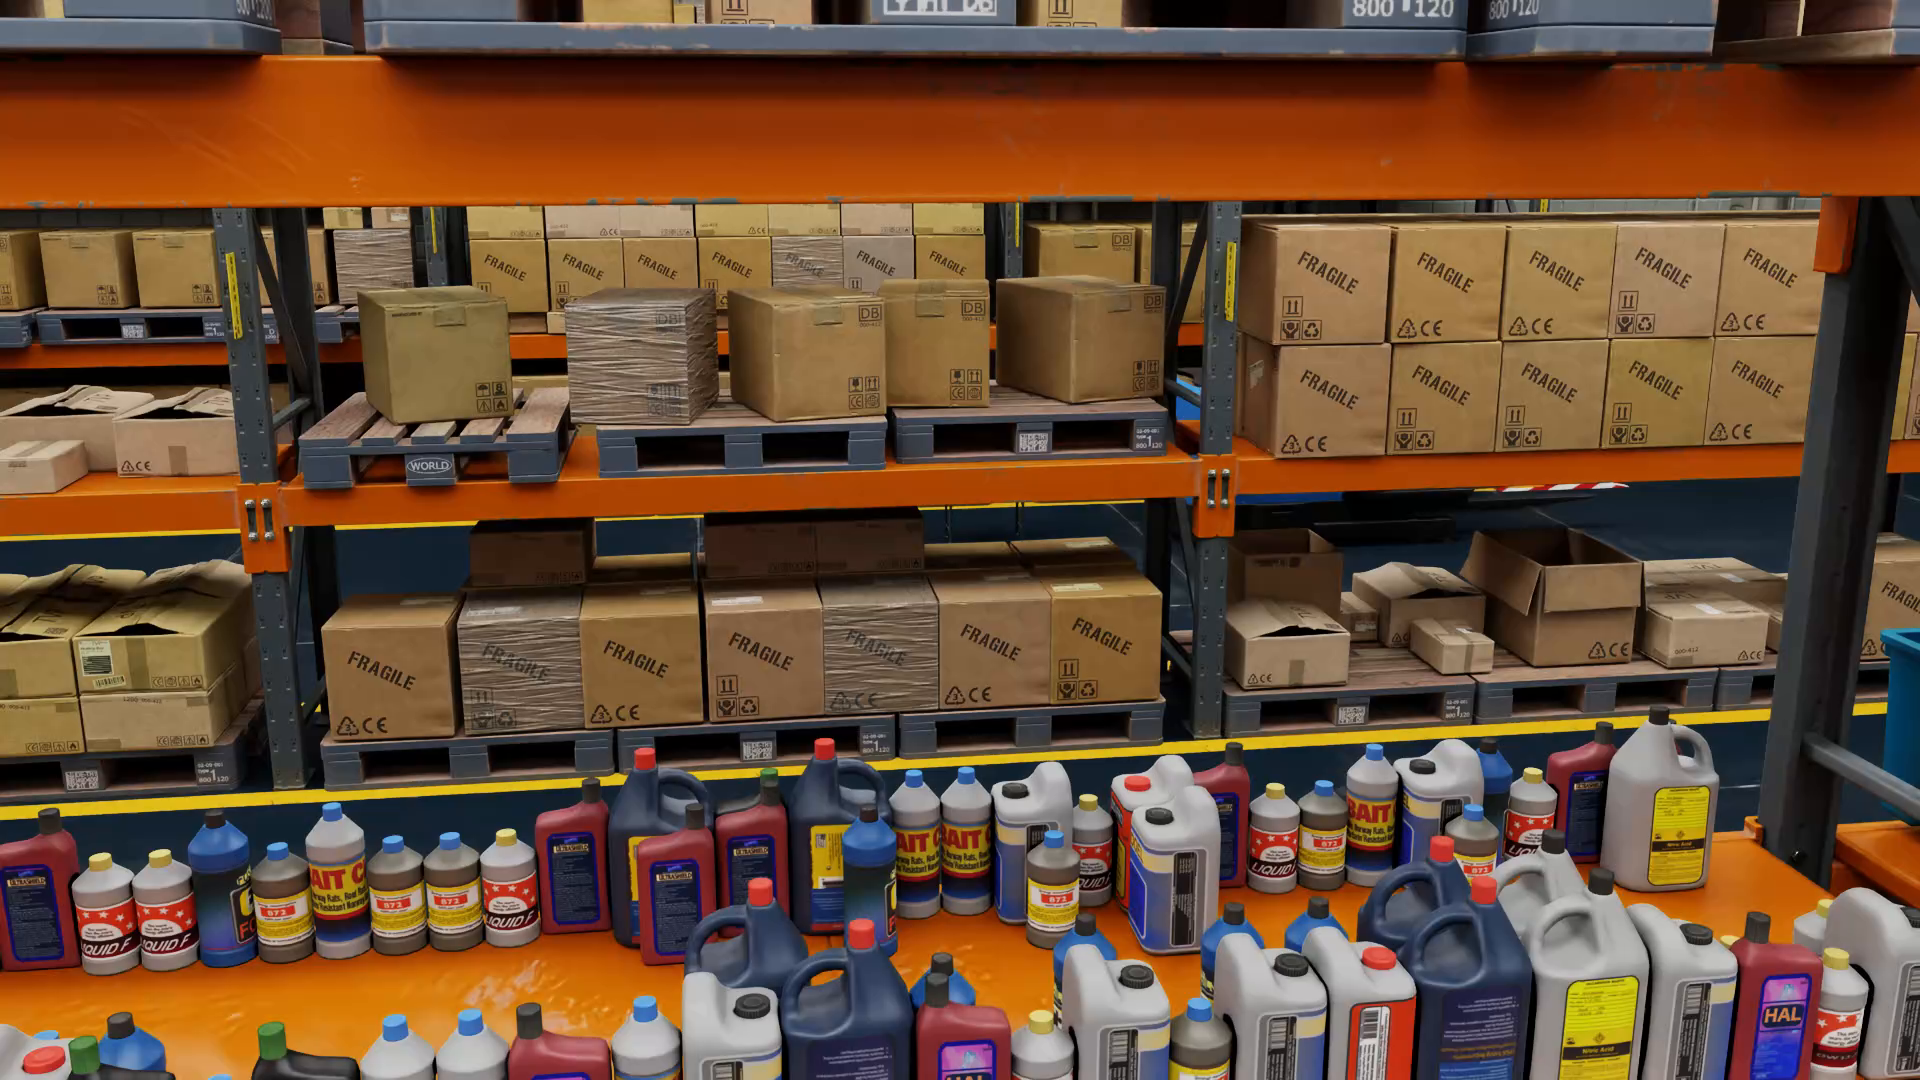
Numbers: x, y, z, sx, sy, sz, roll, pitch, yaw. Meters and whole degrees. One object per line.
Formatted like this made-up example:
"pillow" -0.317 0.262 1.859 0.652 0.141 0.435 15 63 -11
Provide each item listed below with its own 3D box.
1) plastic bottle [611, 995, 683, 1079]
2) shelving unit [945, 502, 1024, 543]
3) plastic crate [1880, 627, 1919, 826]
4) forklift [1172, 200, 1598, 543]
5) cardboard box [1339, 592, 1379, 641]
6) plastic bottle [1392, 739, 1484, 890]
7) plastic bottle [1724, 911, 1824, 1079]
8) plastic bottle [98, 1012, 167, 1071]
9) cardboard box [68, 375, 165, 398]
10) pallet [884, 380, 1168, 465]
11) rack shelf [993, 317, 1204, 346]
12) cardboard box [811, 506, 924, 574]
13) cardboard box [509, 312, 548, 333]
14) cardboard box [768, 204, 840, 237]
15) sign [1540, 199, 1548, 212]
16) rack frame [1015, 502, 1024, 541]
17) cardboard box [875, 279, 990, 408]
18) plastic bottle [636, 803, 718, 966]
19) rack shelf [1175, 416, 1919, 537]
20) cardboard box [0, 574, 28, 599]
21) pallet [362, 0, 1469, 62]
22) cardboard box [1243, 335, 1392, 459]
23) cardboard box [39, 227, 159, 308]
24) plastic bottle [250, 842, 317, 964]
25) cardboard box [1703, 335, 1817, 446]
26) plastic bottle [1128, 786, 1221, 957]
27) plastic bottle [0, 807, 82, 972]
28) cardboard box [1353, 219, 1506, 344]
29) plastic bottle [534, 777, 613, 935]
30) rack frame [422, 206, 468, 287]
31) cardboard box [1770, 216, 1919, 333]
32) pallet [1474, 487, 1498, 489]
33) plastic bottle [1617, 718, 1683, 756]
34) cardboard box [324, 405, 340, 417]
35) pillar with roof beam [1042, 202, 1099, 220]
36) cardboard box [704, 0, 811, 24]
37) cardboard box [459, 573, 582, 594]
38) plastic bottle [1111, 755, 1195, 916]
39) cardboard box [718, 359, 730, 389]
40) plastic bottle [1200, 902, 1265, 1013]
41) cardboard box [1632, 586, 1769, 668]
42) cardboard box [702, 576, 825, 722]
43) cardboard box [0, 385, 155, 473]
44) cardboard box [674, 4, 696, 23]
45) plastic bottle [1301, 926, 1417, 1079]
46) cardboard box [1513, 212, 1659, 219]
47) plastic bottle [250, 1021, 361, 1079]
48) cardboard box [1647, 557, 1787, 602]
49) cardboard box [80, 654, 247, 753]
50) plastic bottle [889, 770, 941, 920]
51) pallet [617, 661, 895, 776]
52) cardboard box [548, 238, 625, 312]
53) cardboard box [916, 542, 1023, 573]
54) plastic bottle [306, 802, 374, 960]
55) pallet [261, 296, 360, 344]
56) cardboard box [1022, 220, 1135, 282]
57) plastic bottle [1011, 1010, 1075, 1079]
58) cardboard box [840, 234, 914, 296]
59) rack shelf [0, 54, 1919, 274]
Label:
"plastic bottle" -0.429 0.759 2.295 0.097 0.271 0.097 0 14 0
"shelving unit" 0.164 -0.588 11.100 0.503 1.200 0.258 -2 14 -8
"plastic crate" 2.201 0.408 3.337 0.575 0.384 0.392 -2 14 -8
"forklift" 2.877 -1.525 11.276 3.031 2.935 1.130 -2 14 -10
"cardboard box" 1.939 0.390 8.458 0.250 0.149 0.380 -2 14 -8
"plastic bottle" 0.914 0.527 3.208 0.135 0.276 0.152 -2 14 -8
"plastic bottle" 1.226 0.697 2.517 0.133 0.283 0.061 -2 14 -8
"plastic bottle" -1.122 0.769 2.253 0.097 0.271 0.097 0 14 0
"cardboard box" -5.923 -0.996 11.721 0.500 0.250 0.500 -3 14 -10
"pallet" 0.249 -0.567 7.711 1.213 0.211 1.003 -2 14 -8
"rack shelf" 2.292 -1.578 12.826 4.000 0.370 1.077 -2 14 -8
"cardboard box" -0.448 -0.032 7.877 0.500 0.250 0.500 -2 14 -8
"cardboard box" -3.031 -1.560 11.753 0.250 0.149 0.380 -2 14 -8
"cardboard box" -1.121 -2.307 11.856 0.500 0.250 0.500 -2 14 -7
"sign" 4.336 -2.545 12.335 0.005 0.325 0.100 -2 14 -8
"rack frame" 0.405 -0.597 11.135 0.015 1.200 0.240 -2 14 -8
"cardboard box" -0.117 -0.912 7.621 0.500 0.500 0.700 0 14 1
"plastic bottle" -0.495 0.600 2.905 0.133 0.283 0.061 -2 14 -8
"rack shelf" 3.033 -0.386 8.075 4.000 0.370 1.077 -2 14 -8
"cardboard box" -4.484 0.327 7.386 0.500 0.311 0.500 -2 14 -10
"pallet" -0.092 -0.741 2.232 1.213 0.211 1.003 -2 14 -8
"cardboard box" 1.600 -0.664 7.499 0.500 0.500 0.500 -2 14 -7
"cardboard box" -5.888 -1.886 11.468 0.500 0.500 0.700 0 14 -1
"plastic bottle" -1.195 0.634 2.936 0.097 0.201 0.097 0 14 0
"cardboard box" 3.602 -0.738 7.794 0.500 0.500 0.500 -2 14 -8
"plastic bottle" 0.382 0.584 2.981 0.135 0.276 0.152 -2 14 -8
"plastic bottle" -1.601 0.605 2.884 0.133 0.283 0.061 -2 14 -8
"cardboard box" 2.074 -1.165 7.438 0.500 0.500 0.500 -3 14 -10
"plastic bottle" -0.699 0.572 3.016 0.133 0.283 0.061 -2 14 -8
"rack frame" -3.641 -1.709 11.872 0.127 3.000 1.000 -2 14 -8
"cardboard box" 4.112 -1.241 7.741 0.500 0.500 0.500 -2 14 -7
"pallet" 3.490 -0.599 13.176 1.213 0.211 1.003 -2 14 -8
"plastic bottle" 1.364 0.496 3.318 0.133 0.283 0.061 -2 14 -8
"cardboard box" -4.346 -0.672 11.968 0.500 0.500 0.700 -2 14 -8
"pillar with roof beam" 1.519 -3.962 8.521 0.400 9.000 9.100 -2 14 -8
"cardboard box" -0.772 -2.369 7.061 0.600 0.600 0.600 -3 14 -11
"cardboard box" -2.010 0.391 7.732 0.500 0.500 0.500 -2 14 -6
"plastic bottle" 0.360 0.548 3.127 0.135 0.276 0.152 -2 14 -8
"cardboard box" -2.028 -0.896 12.183 0.750 0.750 0.750 -2 14 -9
"plastic bottle" 0.418 0.690 2.568 0.097 0.271 0.097 0 14 0
"cardboard box" 3.566 0.419 8.134 0.500 0.250 0.500 -2 14 -8
"cardboard box" -0.878 0.476 7.392 0.500 0.500 0.500 -3 14 -10
"cardboard box" -3.813 -0.489 7.188 0.500 0.311 0.500 -2 14 -9
"cardboard box" -2.105 -3.506 11.761 0.500 0.500 0.700 -1 14 -5
"plastic bottle" 0.588 0.712 2.470 0.135 0.276 0.152 -2 14 -8
"cardboard box" 3.019 -1.332 8.107 0.500 0.500 0.500 -2 14 -9
"plastic bottle" -0.864 0.773 2.212 0.133 0.283 0.061 -2 14 -8
"cardboard box" 3.937 0.282 8.679 0.500 0.250 0.500 -2 14 -8
"cardboard box" -3.384 0.690 7.094 0.500 0.250 0.500 -2 14 -7
"plastic bottle" -0.085 0.559 3.090 0.097 0.271 0.097 0 14 0
"pallet" -0.952 0.773 7.705 1.213 0.211 1.003 -2 14 -8
"cardboard box" -2.604 -1.885 11.712 0.500 0.500 0.500 -2 14 -6
"cardboard box" 0.015 0.317 8.025 0.500 0.500 0.500 -2 14 -7
"plastic bottle" -1.099 0.597 2.941 0.097 0.271 0.097 0 14 0
"pallet" -4.330 -1.565 11.690 1.003 0.211 1.213 -2 14 -8
"cardboard box" 0.853 -2.016 12.476 0.700 0.700 0.980 -2 14 -7
"plastic bottle" 0.115 0.773 2.383 0.097 0.201 0.097 0 14 0
"cardboard box" -0.608 -1.959 12.007 0.500 0.500 0.500 -2 14 -8
"rack shelf" -0.188 -0.505 2.381 4.000 0.370 1.077 -2 14 -8
